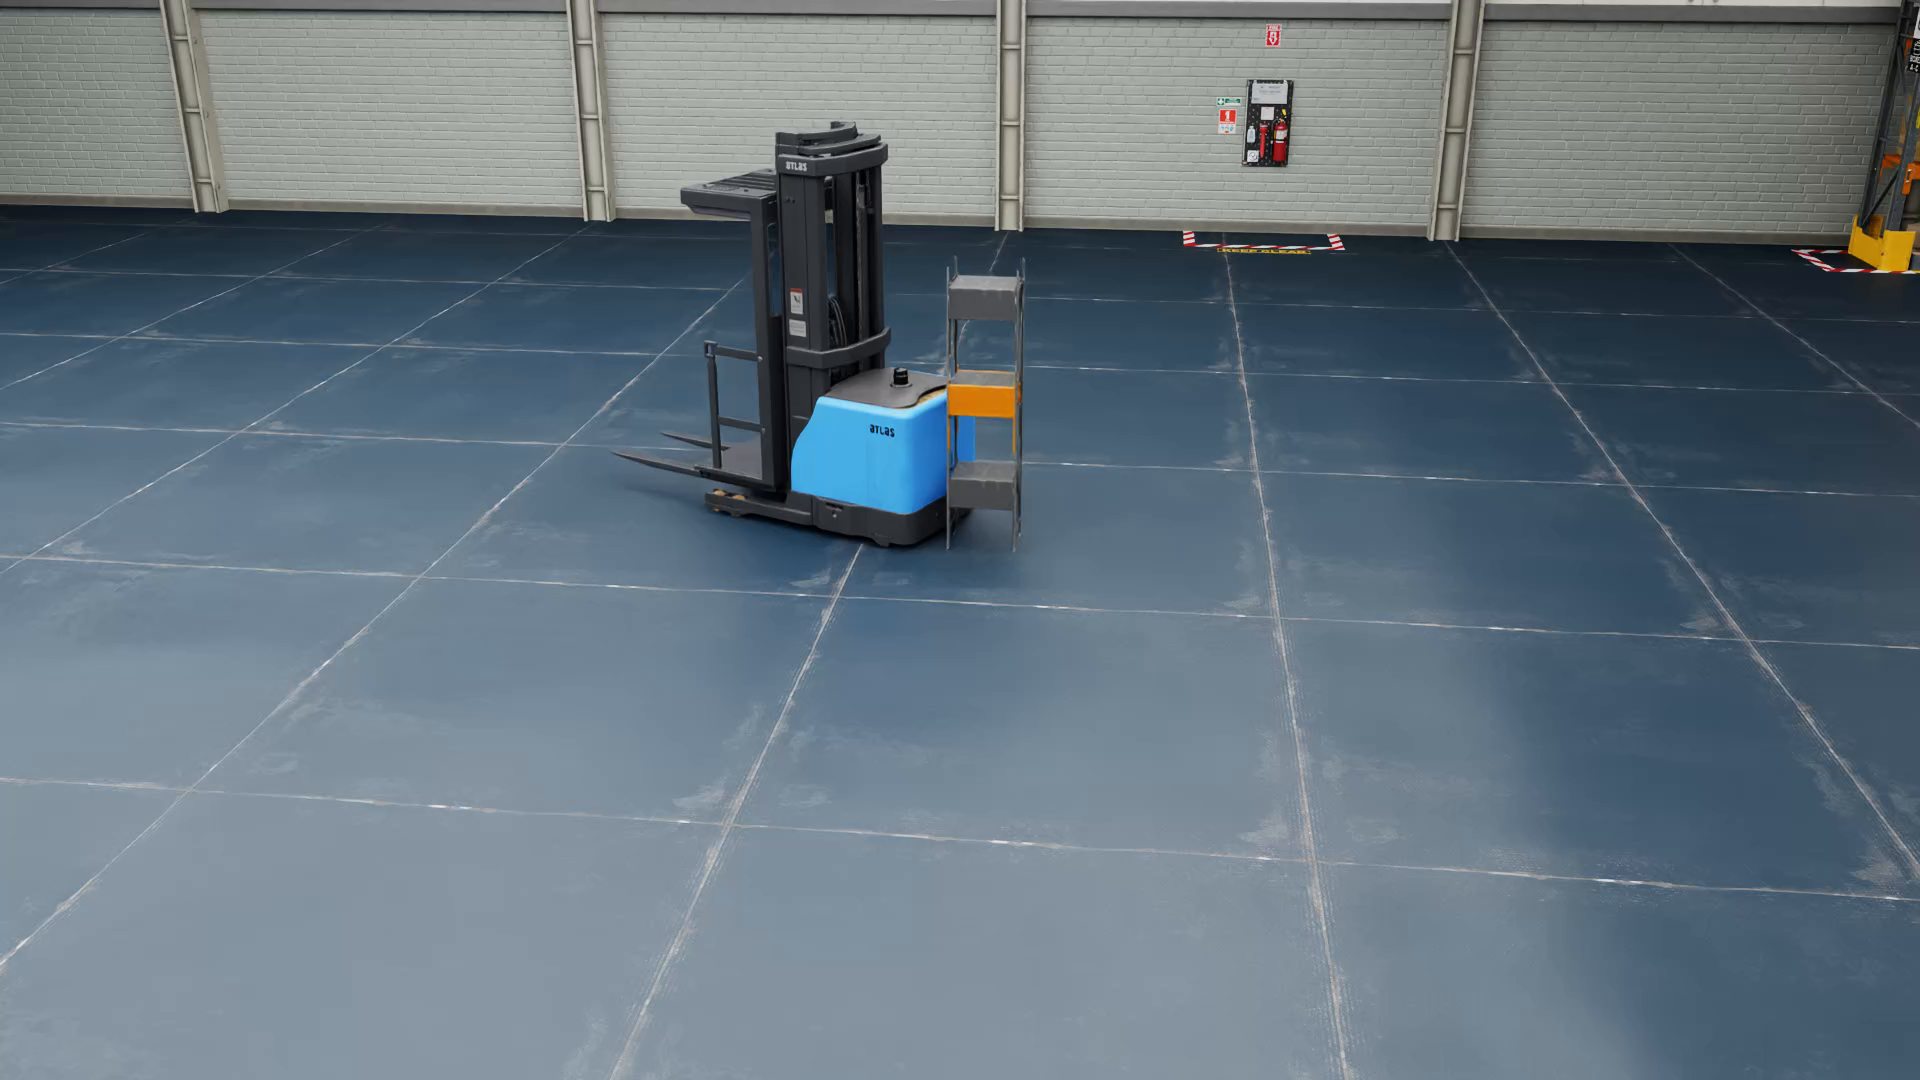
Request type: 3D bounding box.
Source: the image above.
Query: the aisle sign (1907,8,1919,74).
[{"bbox_3d":[11.720,-6.116,20.294,0.004,0.787,0.394,2,22,6],"label":"aisle sign"}]

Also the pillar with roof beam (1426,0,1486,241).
[{"bbox_3d":[6.159,-6.777,17.341,0.400,9.000,9.100,2,22,6],"label":"pillar with roof beam"}]

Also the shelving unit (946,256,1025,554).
[{"bbox_3d":[0.183,-0.963,12.018,0.503,2.100,0.431,3,22,8],"label":"shelving unit"}]

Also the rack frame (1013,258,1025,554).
[{"bbox_3d":[0.424,-0.949,11.984,0.015,2.100,0.400,3,22,8],"label":"rack frame"}]

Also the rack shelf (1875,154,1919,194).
[{"bbox_3d":[13.813,-4.592,20.954,4.000,0.370,1.077,2,22,6],"label":"rack shelf"}]

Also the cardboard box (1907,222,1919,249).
[{"bbox_3d":[12.503,-3.905,21.295,0.500,0.311,0.500,0,22,0],"label":"cardboard box"}]

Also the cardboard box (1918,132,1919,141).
[{"bbox_3d":[12.265,-5.171,20.597,0.500,0.500,0.500,3,22,6],"label":"cardboard box"}]

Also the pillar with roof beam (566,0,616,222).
[{"bbox_3d":[-5.758,-7.296,18.654,0.400,9.000,9.100,2,22,6],"label":"pillar with roof beam"}]

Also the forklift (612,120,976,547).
[{"bbox_3d":[-1.396,-1.696,12.744,3.031,2.935,1.130,12,25,29],"label":"forklift"}]

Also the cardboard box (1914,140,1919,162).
[{"bbox_3d":[12.274,-4.816,20.718,0.500,0.250,0.500,2,22,5],"label":"cardboard box"}]

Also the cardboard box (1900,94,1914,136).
[{"bbox_3d":[12.320,-5.359,21.071,0.500,0.500,0.500,2,22,6],"label":"cardboard box"}]

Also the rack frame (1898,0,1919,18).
[{"bbox_3d":[11.827,-7.803,19.938,0.127,3.000,1.000,2,22,6],"label":"rack frame"}]

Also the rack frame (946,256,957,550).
[{"bbox_3d":[-0.058,-0.976,12.051,0.015,2.100,0.400,3,22,8],"label":"rack frame"}]

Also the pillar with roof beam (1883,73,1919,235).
[{"bbox_3d":[12.117,-6.517,16.684,0.400,9.000,9.100,2,22,6],"label":"pillar with roof beam"}]

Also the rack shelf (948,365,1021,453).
[{"bbox_3d":[0.183,-0.950,12.023,0.480,0.518,0.431,3,22,8],"label":"rack shelf"}]

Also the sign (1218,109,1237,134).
[{"bbox_3d":[3.679,-5.757,22.874,0.234,0.329,0.001,2,22,6],"label":"sign"}]

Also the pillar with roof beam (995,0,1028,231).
[{"bbox_3d":[0.200,-7.036,17.998,0.400,9.000,9.100,2,22,6],"label":"pillar with roof beam"}]

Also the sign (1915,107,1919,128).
[{"bbox_3d":[11.763,-5.218,20.380,0.005,0.325,0.100,2,22,6],"label":"sign"}]

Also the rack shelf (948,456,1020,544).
[{"bbox_3d":[0.183,-0.298,12.279,0.480,0.518,0.431,3,22,8],"label":"rack shelf"}]

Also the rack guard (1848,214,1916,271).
[{"bbox_3d":[11.902,-3.848,21.492,0.348,0.500,1.175,2,22,6],"label":"rack guard"}]

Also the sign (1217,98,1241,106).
[{"bbox_3d":[3.682,-6.000,22.768,0.331,0.109,0.001,2,22,6],"label":"sign"}]

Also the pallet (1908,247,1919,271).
[{"bbox_3d":[12.705,-3.665,21.423,1.213,0.211,1.003,2,22,6],"label":"pallet"}]

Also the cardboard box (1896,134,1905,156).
[{"bbox_3d":[12.314,-5.003,21.192,0.500,0.250,0.500,3,22,7],"label":"cardboard box"}]

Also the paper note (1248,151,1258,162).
[{"bbox_3d":[4.048,-5.302,22.970,0.142,0.148,0.016,2,22,6],"label":"paper note"}]

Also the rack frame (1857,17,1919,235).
[{"bbox_3d":[11.827,-5.013,21.041,0.127,3.000,1.000,2,22,6],"label":"rack frame"}]

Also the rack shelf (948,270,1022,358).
[{"bbox_3d":[0.183,-1.601,11.767,0.480,0.518,0.431,3,22,8],"label":"rack shelf"}]

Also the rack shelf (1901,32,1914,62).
[{"bbox_3d":[13.813,-5.987,20.403,4.000,0.370,1.077,2,22,6],"label":"rack shelf"}]

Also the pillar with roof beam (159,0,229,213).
[{"bbox_3d":[-11.716,-7.555,19.311,0.400,9.000,9.100,2,22,6],"label":"pillar with roof beam"}]

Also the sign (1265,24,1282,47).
[{"bbox_3d":[4.219,-6.794,22.392,0.199,0.298,0.001,2,22,6],"label":"sign"}]

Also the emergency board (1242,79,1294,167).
[{"bbox_3d":[4.216,-5.679,22.725,0.643,1.169,0.194,2,22,6],"label":"emergency board"}]
